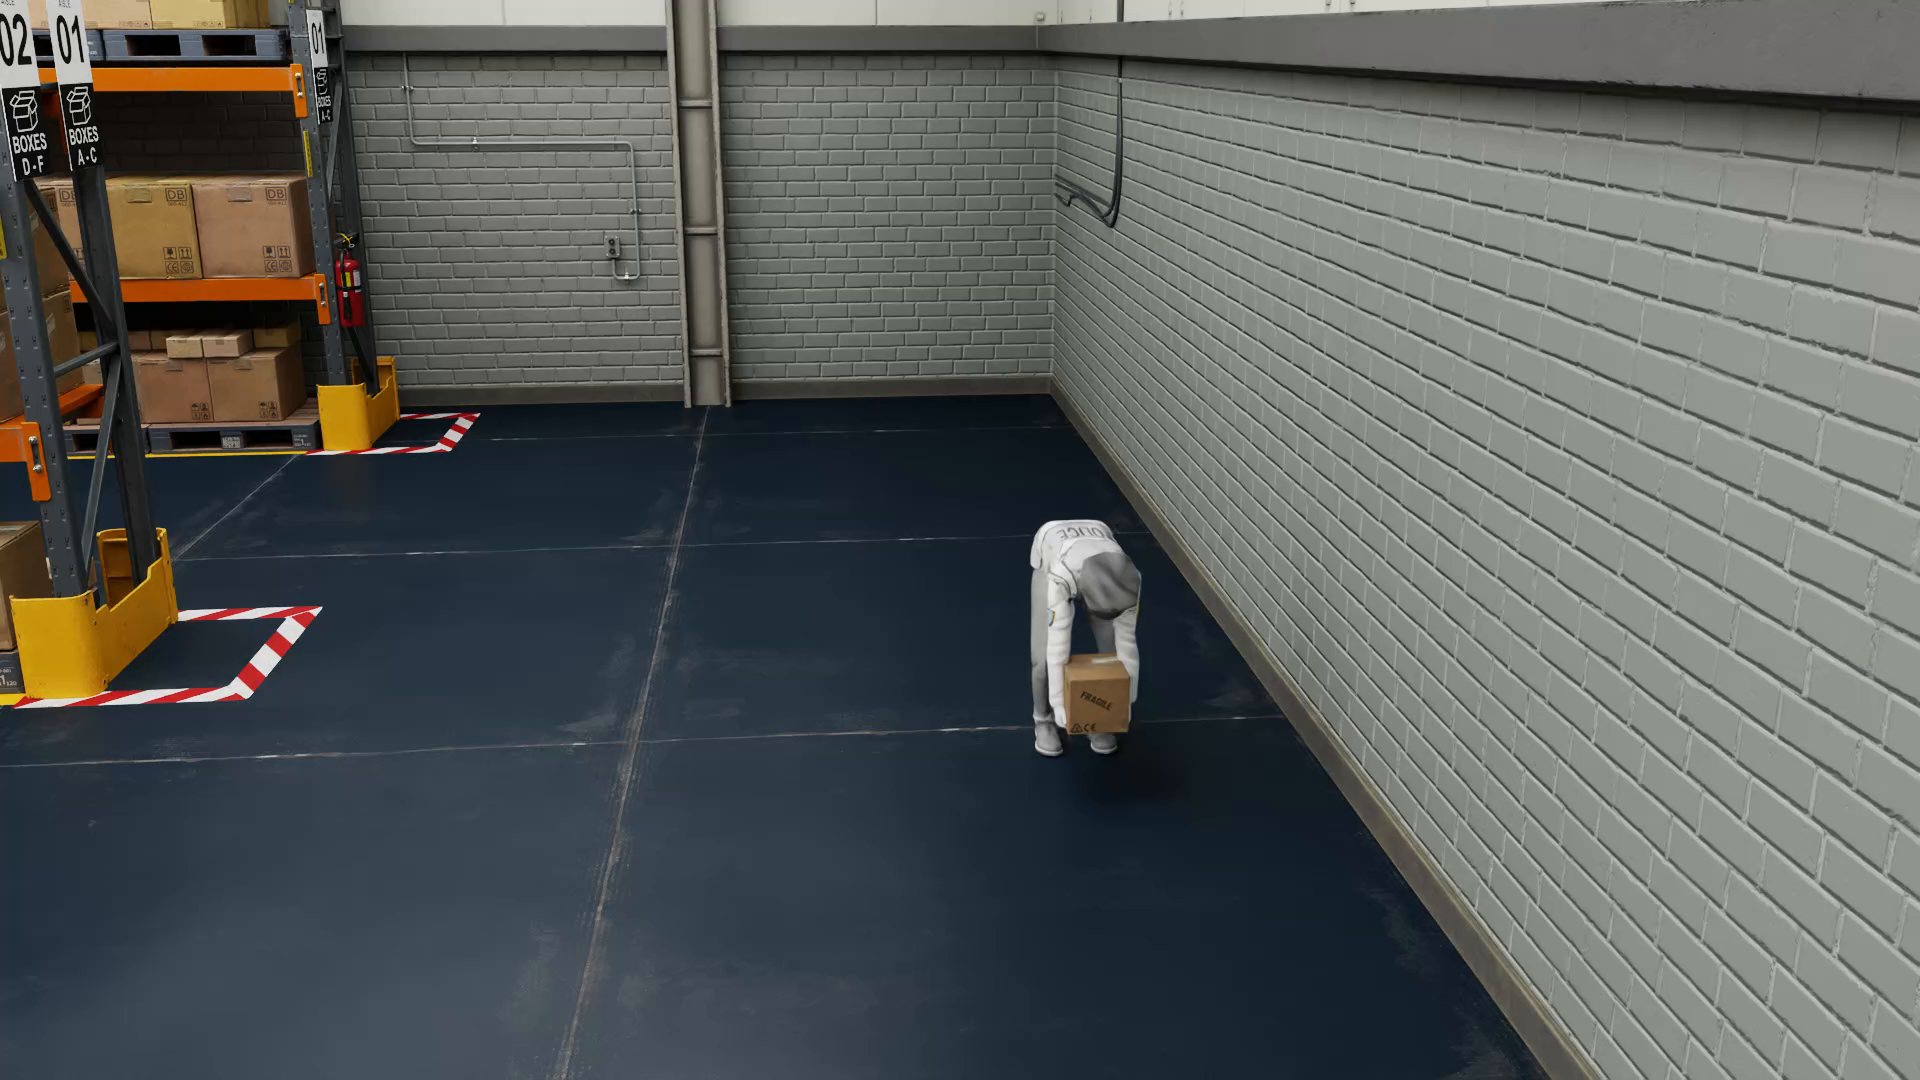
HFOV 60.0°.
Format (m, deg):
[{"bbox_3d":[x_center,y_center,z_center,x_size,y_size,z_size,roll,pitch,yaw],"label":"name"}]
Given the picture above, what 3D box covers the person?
[{"bbox_3d":[0.536,0.465,7.043,0.417,1.067,0.926,-2,17,-8],"label":"person"}]
